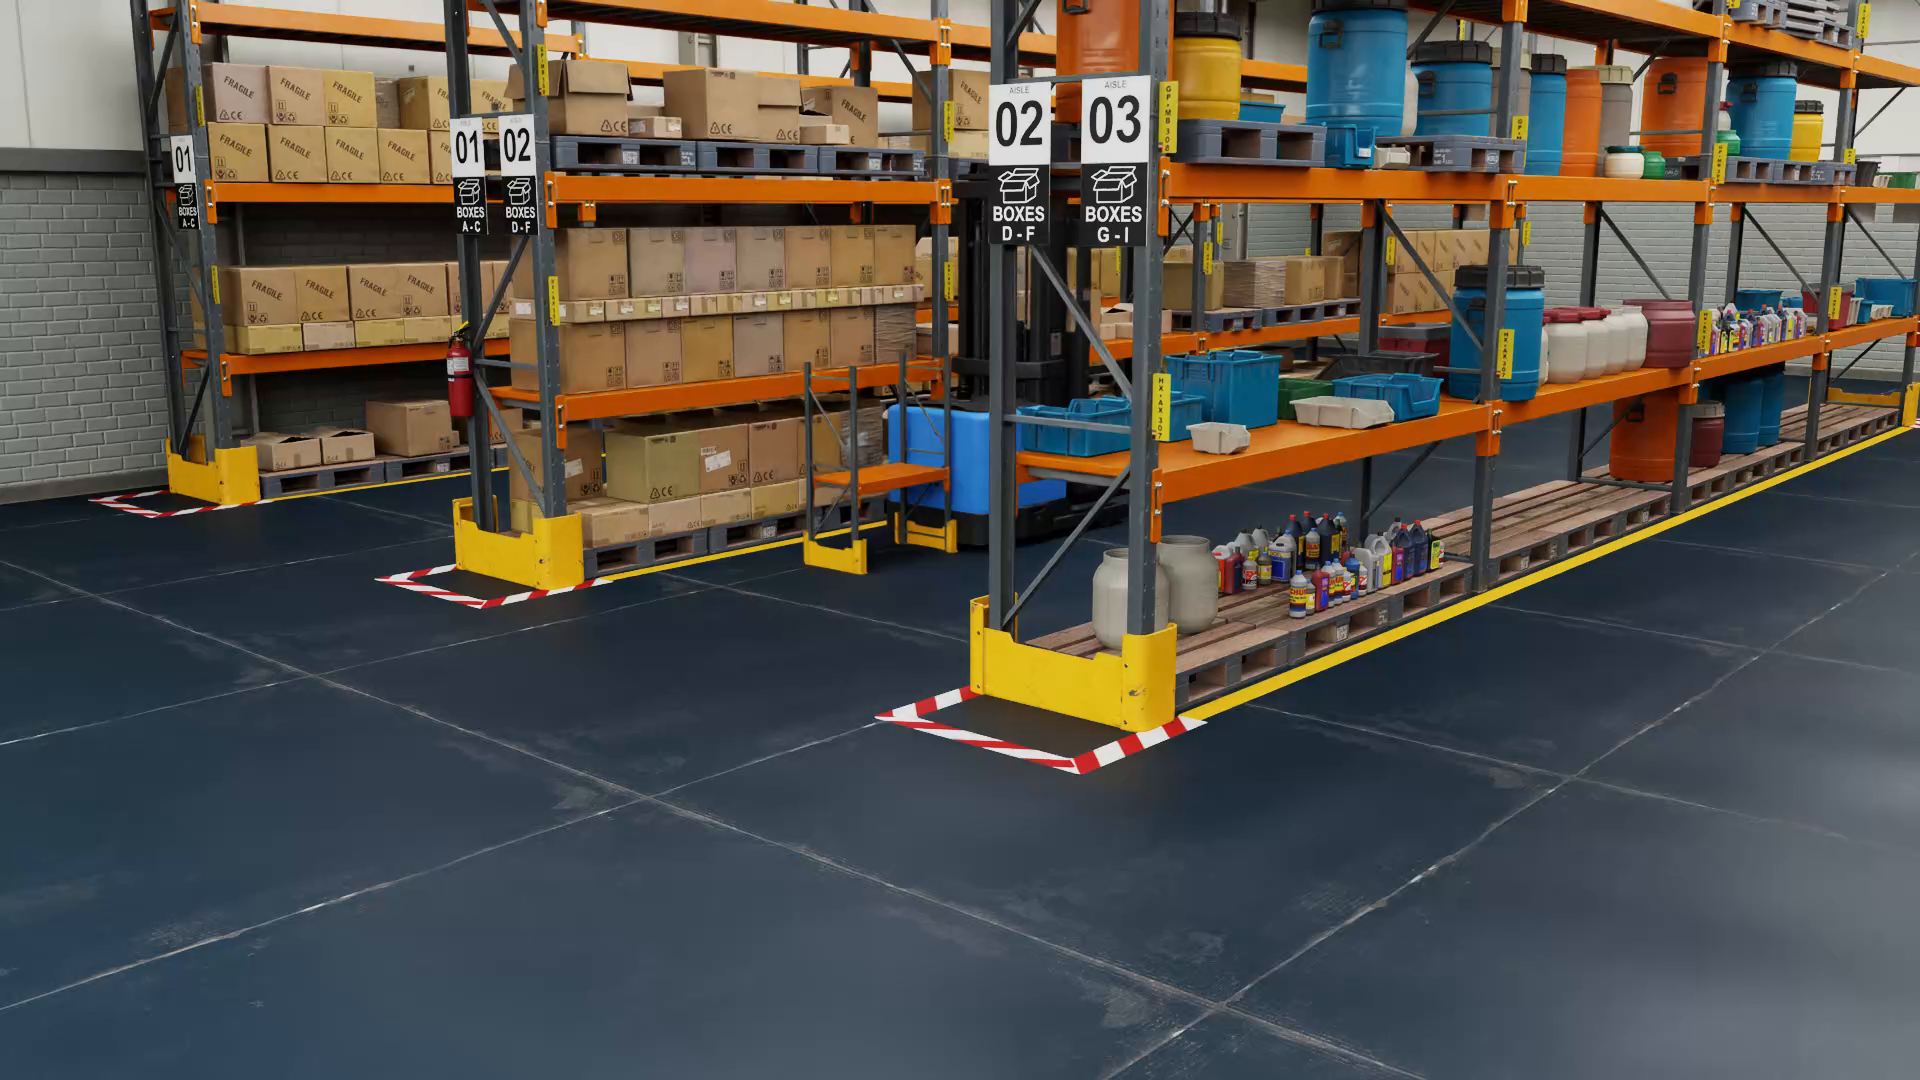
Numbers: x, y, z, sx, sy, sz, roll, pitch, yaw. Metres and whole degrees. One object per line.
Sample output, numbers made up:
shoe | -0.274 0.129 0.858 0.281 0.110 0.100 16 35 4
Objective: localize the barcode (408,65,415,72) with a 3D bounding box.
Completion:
barcode | -5.475 -4.704 16.598 0.001 0.075 0.075 10 15 40

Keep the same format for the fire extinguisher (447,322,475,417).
fire extinguisher | -3.578 -1.227 11.894 0.296 0.674 0.183 10 15 40

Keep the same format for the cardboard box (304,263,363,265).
cardboard box | -6.046 -2.412 16.049 0.500 0.500 0.500 9 15 39

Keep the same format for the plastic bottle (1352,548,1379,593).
plastic bottle | 2.549 0.181 10.476 0.152 0.276 0.135 10 15 41

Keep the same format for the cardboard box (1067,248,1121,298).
cardboard box | 1.903 -3.959 24.610 0.980 0.700 0.700 9 15 39

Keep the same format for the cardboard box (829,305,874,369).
cardboard box | -1.143 -1.715 13.886 0.700 0.500 0.500 10 15 40

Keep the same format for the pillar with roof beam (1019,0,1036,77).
pillar with roof beam | 4.092 -6.228 21.417 9.100 9.000 0.400 10 15 40

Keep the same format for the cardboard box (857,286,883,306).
cardboard box | -0.865 -2.035 13.831 0.380 0.149 0.250 9 15 39

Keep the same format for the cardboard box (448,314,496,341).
cardboard box | -4.975 -2.130 16.548 0.500 0.250 0.500 10 15 40

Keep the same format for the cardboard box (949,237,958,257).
cardboard box | -0.087 -3.874 21.970 0.500 0.250 0.500 9 15 39

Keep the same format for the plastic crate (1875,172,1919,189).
plastic crate | 10.692 -4.120 19.065 0.450 0.188 0.336 10 15 40

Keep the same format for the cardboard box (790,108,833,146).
cardboard box | -1.398 -3.393 13.681 0.500 0.311 0.500 9 14 37

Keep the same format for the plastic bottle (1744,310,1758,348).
plastic bottle | 7.400 -1.983 15.607 0.144 0.351 0.185 10 15 40

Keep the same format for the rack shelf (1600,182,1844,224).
rack shelf | 7.168 -3.171 15.606 1.077 0.370 4.000 10 15 40

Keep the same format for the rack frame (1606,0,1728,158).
rack frame | 5.848 -4.700 13.769 1.000 3.000 0.127 10 15 40

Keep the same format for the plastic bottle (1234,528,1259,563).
plastic bottle | 1.835 0.096 10.711 0.144 0.351 0.185 11 15 43

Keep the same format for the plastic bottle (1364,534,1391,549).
plastic bottle | 2.744 0.095 10.909 0.152 0.276 0.135 10 15 40

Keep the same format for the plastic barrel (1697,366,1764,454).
plastic barrel | 7.649 -1.342 16.556 0.600 0.901 0.708 10 15 40

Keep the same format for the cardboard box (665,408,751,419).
cardboard box | -2.041 -0.787 13.529 0.500 0.500 0.500 10 15 40

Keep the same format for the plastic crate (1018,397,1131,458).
plastic crate | 0.672 -0.621 9.040 0.499 0.251 0.616 10 15 40

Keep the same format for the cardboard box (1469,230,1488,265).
cardboard box | 6.651 -3.863 22.087 0.500 0.500 0.500 10 15 42

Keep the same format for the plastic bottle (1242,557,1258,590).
plastic bottle | 1.834 0.208 10.534 0.097 0.201 0.097 0 11 0

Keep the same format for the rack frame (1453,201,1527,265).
rack frame | 7.410 -3.576 23.459 1.000 3.000 0.127 10 15 40

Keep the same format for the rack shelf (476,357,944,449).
rack shelf | -1.831 -1.164 13.216 1.077 0.370 4.000 10 15 40

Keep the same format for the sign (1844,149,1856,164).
sign | 8.900 -3.751 16.651 0.100 0.325 0.005 10 15 40

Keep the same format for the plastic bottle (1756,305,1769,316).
plastic bottle | 7.897 -2.137 16.376 0.144 0.351 0.185 10 15 40

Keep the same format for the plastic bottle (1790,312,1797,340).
plastic bottle | 8.230 -2.132 16.546 0.152 0.276 0.135 10 15 40

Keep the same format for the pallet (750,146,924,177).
pallet | -1.055 -3.109 13.689 1.003 0.211 1.213 10 15 40

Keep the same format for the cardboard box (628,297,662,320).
cardboard box | -2.393 -1.695 12.128 0.380 0.149 0.250 10 15 41

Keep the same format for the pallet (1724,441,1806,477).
pallet | 7.948 -0.871 17.035 1.003 0.211 1.213 10 15 40

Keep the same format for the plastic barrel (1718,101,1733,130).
plastic barrel | 6.905 -3.782 15.412 0.433 0.535 0.433 0 11 0

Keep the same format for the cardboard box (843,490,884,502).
cardboard box | -0.990 -0.500 14.002 0.500 0.250 0.500 10 15 40

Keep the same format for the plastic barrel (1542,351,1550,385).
plastic barrel | 4.196 -1.277 12.299 0.301 0.262 0.301 0 11 0

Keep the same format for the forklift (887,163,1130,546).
forklift | 0.756 -1.606 13.771 1.130 2.935 3.031 9 15 40

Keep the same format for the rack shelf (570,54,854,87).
rack shelf | -2.914 -5.138 18.818 1.077 0.370 4.000 10 15 40

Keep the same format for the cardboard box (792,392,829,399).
cardboard box | -2.030 -1.917 20.407 0.700 0.500 0.500 10 15 41

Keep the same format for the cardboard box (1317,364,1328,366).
cardboard box | 4.659 -1.868 20.165 0.500 0.500 0.500 10 15 40

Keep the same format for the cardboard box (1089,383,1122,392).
cardboard box | 1.563 -1.493 17.543 0.500 0.311 0.500 10 15 42

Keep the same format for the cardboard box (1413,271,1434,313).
cardboard box | 5.647 -3.152 21.081 0.500 0.500 0.500 10 15 41

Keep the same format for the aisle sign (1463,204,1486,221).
aisle sign | 7.235 -4.899 23.444 0.394 0.787 0.004 10 15 40

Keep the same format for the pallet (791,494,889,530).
pallet | -1.067 -0.332 14.334 1.003 0.211 1.213 10 15 40

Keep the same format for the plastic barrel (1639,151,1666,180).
plastic barrel | 5.723 -3.110 13.863 0.294 0.245 0.294 0 11 0

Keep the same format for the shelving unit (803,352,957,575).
shelving unit | -0.590 -0.600 12.385 0.587 1.500 1.083 9 15 40

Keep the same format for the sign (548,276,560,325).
sign | -2.739 -1.613 11.216 0.100 0.325 0.005 10 15 40

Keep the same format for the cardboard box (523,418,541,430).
cardboard box | -4.565 -1.195 17.644 0.380 0.166 0.250 7 14 33

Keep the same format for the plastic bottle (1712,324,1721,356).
plastic bottle | 6.682 -1.787 14.819 0.152 0.276 0.135 10 15 40

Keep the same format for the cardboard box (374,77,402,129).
cardboard box | -5.755 -4.204 16.083 0.500 0.500 0.500 10 15 40

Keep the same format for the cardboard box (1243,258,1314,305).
cardboard box | 3.650 -2.975 19.120 0.700 0.500 0.500 6 13 26

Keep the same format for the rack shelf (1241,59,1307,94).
rack shelf | 3.450 -5.087 18.561 1.077 0.370 4.000 10 15 40

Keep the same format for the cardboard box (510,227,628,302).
cardboard box | -2.799 -1.982 11.910 0.700 0.500 0.500 10 15 41

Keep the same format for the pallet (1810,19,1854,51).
pallet | 7.965 -4.874 16.144 1.003 0.211 1.213 10 15 40

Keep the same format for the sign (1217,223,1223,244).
sign | 4.085 -4.828 26.164 0.100 0.325 0.005 10 15 40

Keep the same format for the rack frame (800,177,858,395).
rack frame | -1.594 -3.039 20.769 1.000 3.000 0.127 10 15 40
